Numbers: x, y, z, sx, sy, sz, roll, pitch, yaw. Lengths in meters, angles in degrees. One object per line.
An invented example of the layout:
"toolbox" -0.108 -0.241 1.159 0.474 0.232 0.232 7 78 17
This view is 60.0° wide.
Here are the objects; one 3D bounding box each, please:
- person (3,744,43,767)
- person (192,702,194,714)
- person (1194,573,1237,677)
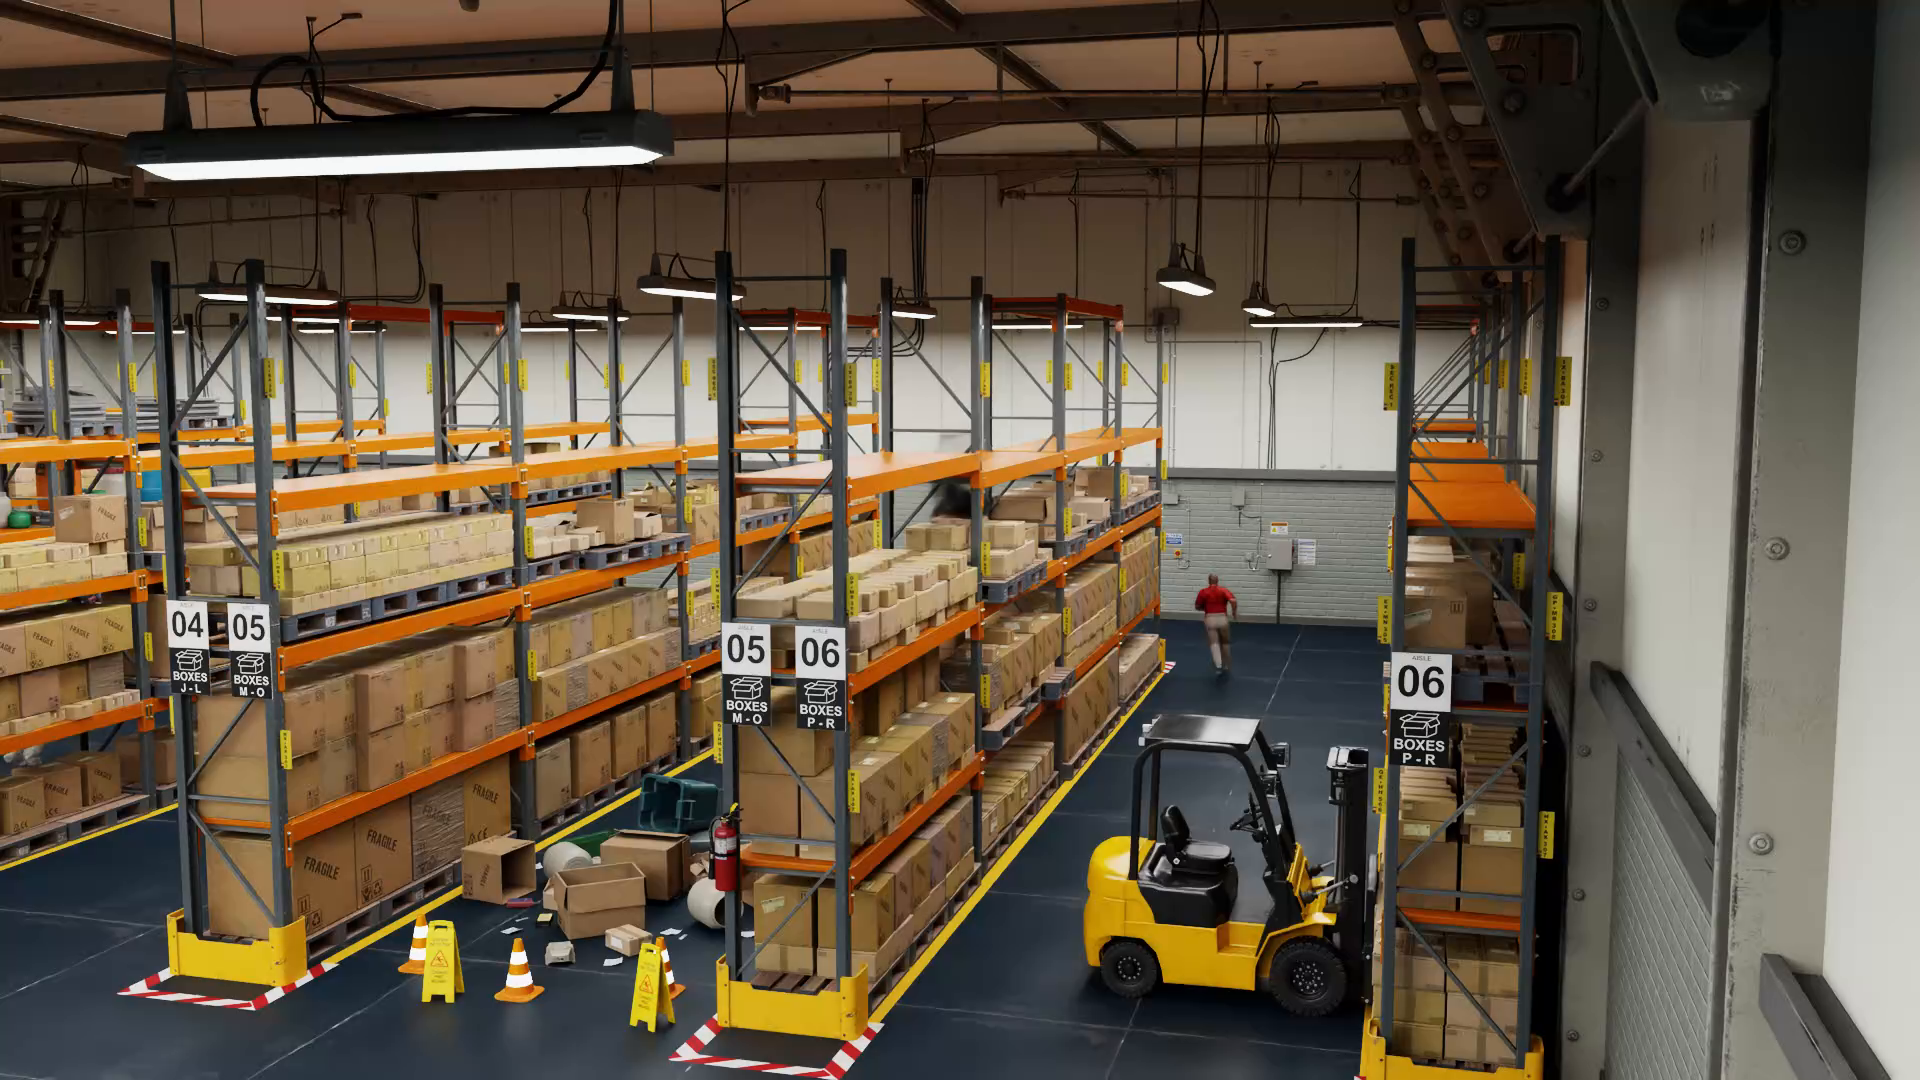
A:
"person" -11.140 2.204 19.833 0.653 1.742 0.587 1 6 8
"person" -11.052 1.799 23.634 0.702 1.743 0.820 0 6 1
"person" 4.217 1.379 27.495 0.685 1.690 0.990 1 6 7
